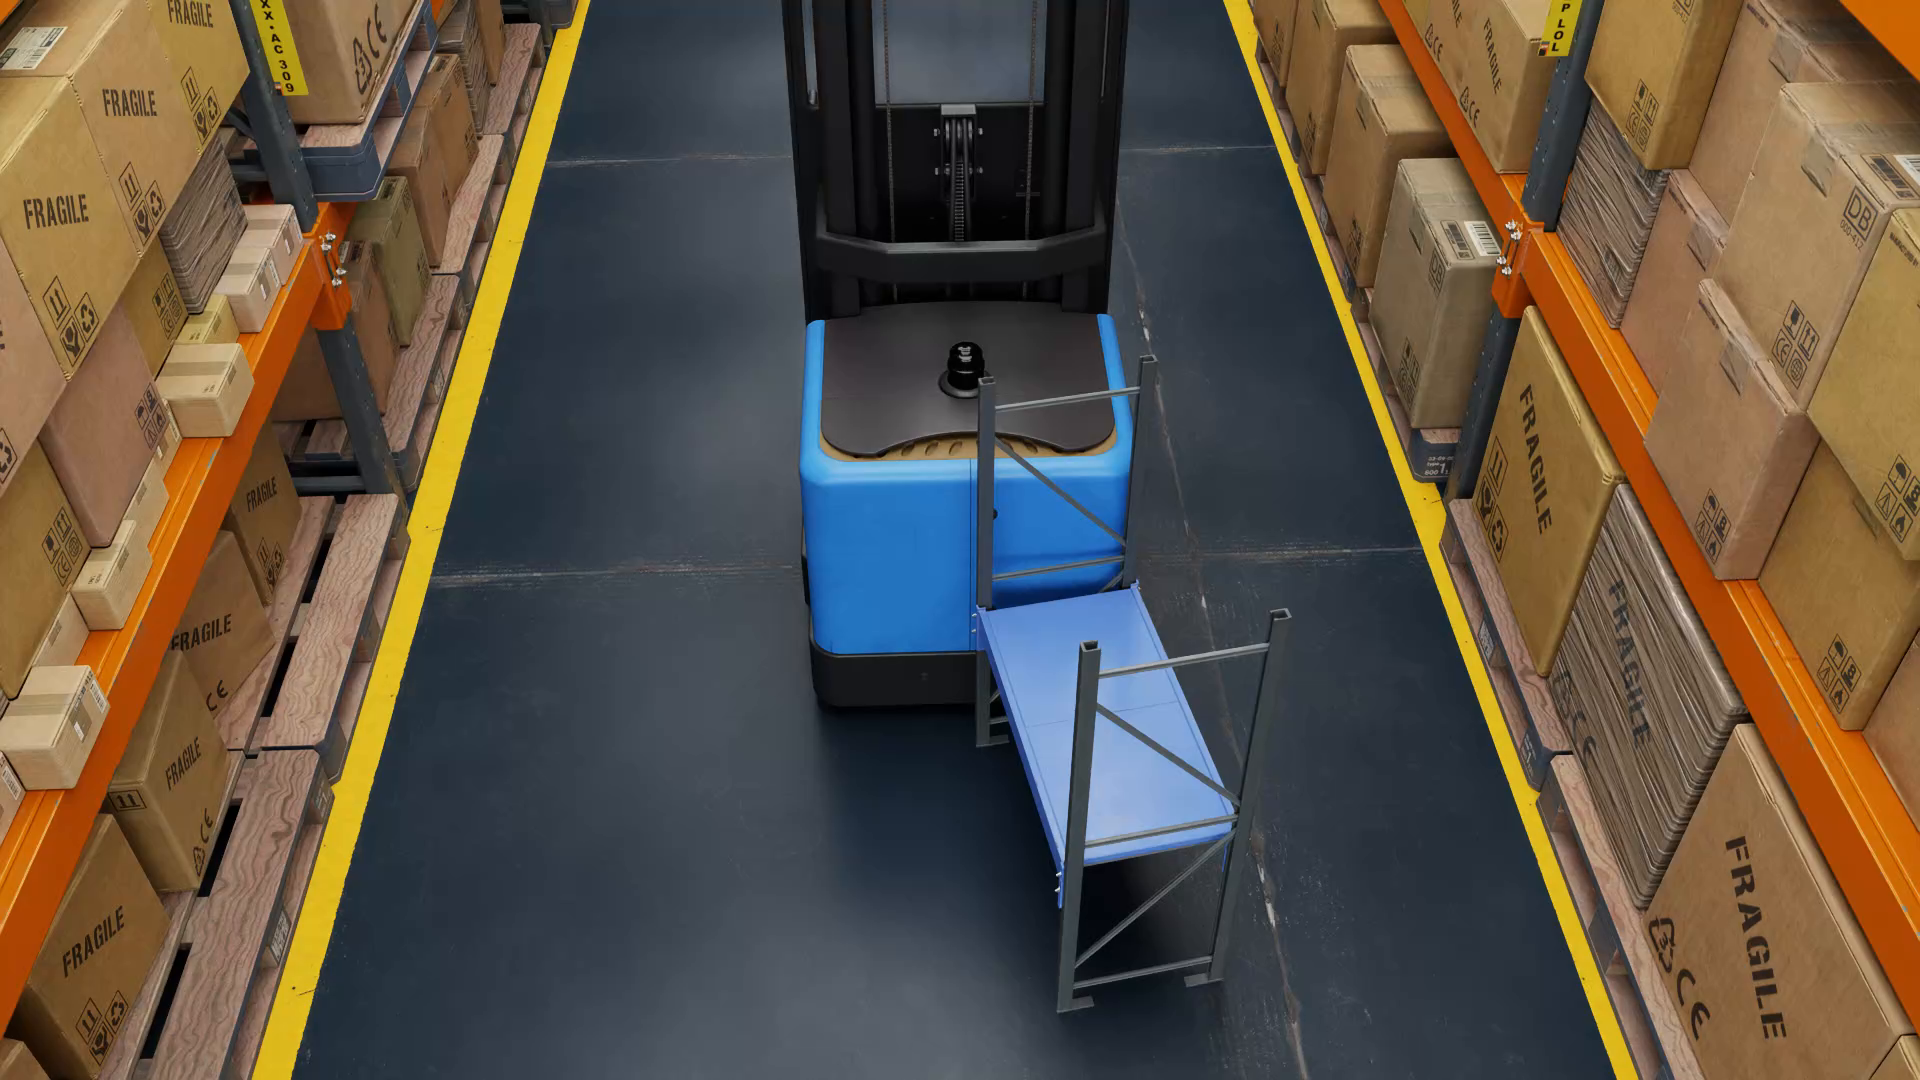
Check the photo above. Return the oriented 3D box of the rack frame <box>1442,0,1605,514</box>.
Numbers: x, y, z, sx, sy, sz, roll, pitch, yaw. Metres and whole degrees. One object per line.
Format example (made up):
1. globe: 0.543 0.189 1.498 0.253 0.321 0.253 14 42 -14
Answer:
1. rack frame: 2.359 -1.227 5.368 1.000 3.000 0.127 -2 43 -2

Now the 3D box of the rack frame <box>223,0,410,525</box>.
1. rack frame: -2.601 -1.153 5.288 1.000 3.000 0.127 -2 43 -2

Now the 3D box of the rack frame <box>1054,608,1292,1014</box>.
1. rack frame: 0.519 0.758 4.313 0.500 1.500 0.032 -9 43 -9

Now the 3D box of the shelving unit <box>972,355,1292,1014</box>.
1. shelving unit: 0.407 0.423 4.679 0.538 1.500 1.048 -9 43 -9

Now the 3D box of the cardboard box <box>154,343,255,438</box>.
1. cardboard box: -2.224 -0.418 4.672 0.380 0.149 0.250 -2 43 -2

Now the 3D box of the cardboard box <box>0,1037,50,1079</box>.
1. cardboard box: -2.500 1.490 3.944 0.500 0.500 0.500 9 43 9

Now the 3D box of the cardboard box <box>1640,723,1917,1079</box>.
1. cardboard box: 2.395 1.052 4.144 0.875 0.875 0.875 -2 43 -2

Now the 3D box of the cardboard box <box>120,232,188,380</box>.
1. cardboard box: -2.657 -0.655 4.450 0.875 0.500 0.500 -2 43 -2

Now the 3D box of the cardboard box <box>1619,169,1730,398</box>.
1. cardboard box: 2.433 -0.663 4.642 0.875 0.550 0.550 -2 43 -2

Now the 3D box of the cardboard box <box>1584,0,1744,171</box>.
1. cardboard box: 2.340 -1.430 4.680 0.875 0.550 0.550 -2 43 -2

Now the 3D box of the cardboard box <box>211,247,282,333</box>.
1. cardboard box: -2.297 -0.754 5.039 0.380 0.149 0.250 -2 43 -2

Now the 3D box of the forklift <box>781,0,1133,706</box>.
1. forklift: -0.024 -1.506 5.724 1.130 2.935 3.031 -1 43 -2

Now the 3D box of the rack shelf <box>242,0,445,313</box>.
1. rack shelf: -2.686 -2.238 7.004 1.077 0.370 4.000 -2 43 -2

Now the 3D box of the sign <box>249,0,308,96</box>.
1. sign: -2.059 -1.492 5.018 0.100 0.325 0.005 -2 43 -2

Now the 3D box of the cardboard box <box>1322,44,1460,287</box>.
1. cardboard box: 2.206 -1.620 7.152 1.050 0.750 0.750 -2 43 -2

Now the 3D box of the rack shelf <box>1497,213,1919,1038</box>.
1. rack shelf: 2.444 0.389 4.138 1.077 0.370 4.000 -2 43 -2

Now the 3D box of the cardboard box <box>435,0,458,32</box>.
1. cardboard box: -2.680 -2.561 7.793 0.500 0.250 0.500 3 43 3

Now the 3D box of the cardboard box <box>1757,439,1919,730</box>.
1. cardboard box: 2.461 0.060 3.853 0.875 0.550 0.500 -2 43 -2

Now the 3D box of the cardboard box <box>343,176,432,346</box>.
1. cardboard box: -2.607 -1.131 6.788 0.700 0.500 0.500 -2 43 -2

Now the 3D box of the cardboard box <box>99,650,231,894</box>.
1. cardboard box: -2.487 0.689 4.818 0.500 0.500 0.500 -5 43 -6

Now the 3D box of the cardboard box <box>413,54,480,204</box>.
1. cardboard box: -2.655 -1.885 7.611 0.700 0.500 0.500 2 43 2

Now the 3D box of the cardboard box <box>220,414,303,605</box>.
1. cardboard box: -2.624 -0.115 5.694 0.500 0.500 0.500 -3 43 -3

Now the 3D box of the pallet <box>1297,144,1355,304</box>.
1. pallet: 2.196 -1.543 7.777 1.003 0.211 1.213 -2 43 -2

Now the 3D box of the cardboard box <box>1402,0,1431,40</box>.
1. cardboard box: 2.027 -2.290 6.455 0.500 0.500 0.500 -1 43 -1

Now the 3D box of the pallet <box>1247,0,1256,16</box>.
1. pallet: 2.157 -3.427 9.832 1.003 0.211 1.213 -2 43 -2

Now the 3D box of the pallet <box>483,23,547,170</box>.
1. pallet: -2.739 -2.297 8.600 1.003 0.211 1.213 -2 43 -2

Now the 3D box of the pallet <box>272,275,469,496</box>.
1. pallet: -2.635 -0.650 6.803 1.003 0.211 1.213 -2 43 -2

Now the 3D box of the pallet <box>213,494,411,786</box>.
1. pallet: -2.537 0.328 5.736 1.003 0.211 1.213 -2 43 -2

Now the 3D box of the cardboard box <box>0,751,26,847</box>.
1. cardboard box: -2.265 0.597 3.564 0.380 0.149 0.250 -2 43 -2

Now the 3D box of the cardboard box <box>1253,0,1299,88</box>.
1. cardboard box: 2.125 -2.839 8.481 1.050 0.750 0.750 -2 43 -2

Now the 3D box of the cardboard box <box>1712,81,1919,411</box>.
1. cardboard box: 2.365 -0.694 3.877 0.875 0.550 0.550 -2 43 -2

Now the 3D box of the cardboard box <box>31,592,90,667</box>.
1. cardboard box: -2.315 0.261 3.932 0.380 0.149 0.250 -2 43 -2

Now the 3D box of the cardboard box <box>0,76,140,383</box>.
1. cardboard box: -2.264 -0.697 3.756 0.500 0.500 0.500 -2 43 -2

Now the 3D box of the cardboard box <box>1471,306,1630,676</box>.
1. cardboard box: 2.316 -0.172 5.479 0.875 0.875 0.875 -1 43 -1

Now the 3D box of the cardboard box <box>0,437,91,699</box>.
1. cardboard box: -2.556 0.018 3.716 0.875 0.500 0.500 -2 43 -2

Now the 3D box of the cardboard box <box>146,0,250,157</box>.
1. cardboard box: -2.307 -1.372 4.493 0.500 0.500 0.500 -2 43 -2

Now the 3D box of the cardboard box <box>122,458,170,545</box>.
1. cardboard box: -2.294 -0.078 4.301 0.380 0.149 0.250 -2 43 -2

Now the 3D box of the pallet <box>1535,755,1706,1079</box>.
1. pallet: 2.368 1.143 4.847 1.003 0.211 1.213 -2 43 -2

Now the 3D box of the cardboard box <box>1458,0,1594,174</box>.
1. cardboard box: 2.070 -1.608 5.711 0.500 0.500 0.500 -2 43 -2

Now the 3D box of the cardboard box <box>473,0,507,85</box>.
1. cardboard box: -2.722 -2.642 8.437 0.700 0.500 0.500 -4 43 -4
